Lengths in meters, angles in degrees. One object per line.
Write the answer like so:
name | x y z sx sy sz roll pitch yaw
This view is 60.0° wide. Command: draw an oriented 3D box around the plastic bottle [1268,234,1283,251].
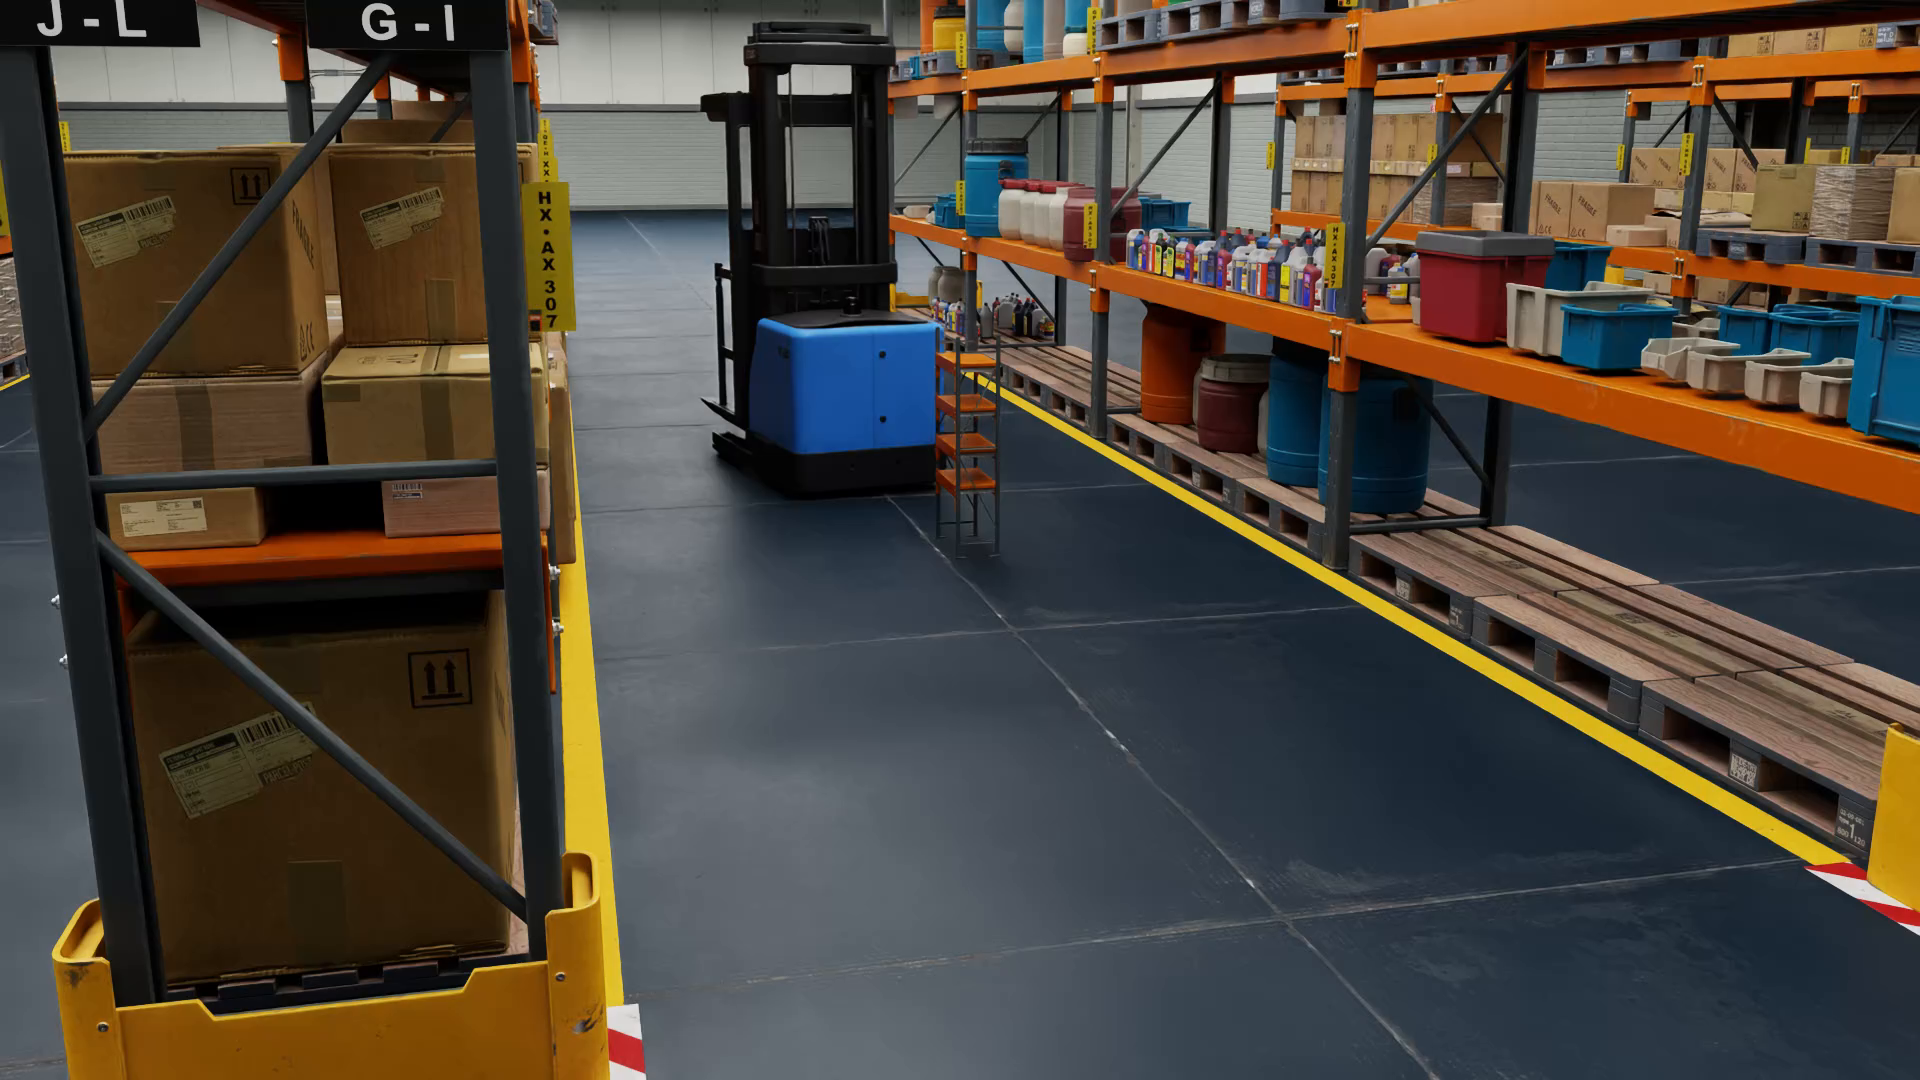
plastic bottle | 2.154 -1.953 11.372 0.097 0.271 0.097 0 14 0

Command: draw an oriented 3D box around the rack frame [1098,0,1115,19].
rack frame | 1.489 -5.170 11.629 1.000 3.000 0.127 -3 14 -13

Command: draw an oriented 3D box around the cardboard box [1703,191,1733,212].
cardboard box | 9.412 -4.107 20.190 0.500 0.250 0.500 -3 14 -13

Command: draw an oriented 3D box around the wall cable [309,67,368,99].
wall cable | -17.594 -15.551 46.951 2.305 6.003 0.169 -3 14 -13

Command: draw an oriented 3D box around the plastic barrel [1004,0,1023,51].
plastic barrel | 0.640 -5.004 16.150 0.421 0.512 0.421 0 14 0

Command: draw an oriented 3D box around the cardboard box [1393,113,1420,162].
cardboard box | 5.135 -4.351 17.973 0.700 0.500 0.500 -3 14 -13

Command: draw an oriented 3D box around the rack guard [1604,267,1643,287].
rack guard | 9.258 -3.422 22.380 1.175 0.500 0.348 -3 14 -13

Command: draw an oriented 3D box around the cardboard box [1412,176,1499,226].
cardboard box | 5.255 -3.604 17.650 0.700 0.500 0.500 -4 14 -15

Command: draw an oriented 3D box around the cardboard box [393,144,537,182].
cardboard box | -1.904 -1.286 6.480 0.500 0.500 0.500 -3 14 -13

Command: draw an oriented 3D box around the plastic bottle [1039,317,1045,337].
plastic bottle | 0.853 -2.178 16.990 0.097 0.201 0.097 0 14 0

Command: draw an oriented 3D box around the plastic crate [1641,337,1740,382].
plastic crate | 2.770 -0.687 6.349 0.298 0.136 0.250 -3 14 -13

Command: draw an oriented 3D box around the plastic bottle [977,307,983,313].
plastic bottle | 0.211 -2.260 17.170 0.152 0.276 0.135 -3 14 -13

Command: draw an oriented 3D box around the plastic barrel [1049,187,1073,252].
plastic barrel | 0.941 -2.633 13.648 0.421 0.512 0.421 0 14 0

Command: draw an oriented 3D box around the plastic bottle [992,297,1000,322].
plastic bottle | 0.397 -2.531 18.262 0.061 0.283 0.133 -3 14 -13

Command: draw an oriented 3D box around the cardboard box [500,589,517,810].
cardboard box | -1.888 0.341 5.304 0.875 0.875 0.875 -3 14 -13

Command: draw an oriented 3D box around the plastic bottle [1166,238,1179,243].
plastic bottle | 1.445 -1.944 11.335 0.097 0.271 0.097 0 14 0

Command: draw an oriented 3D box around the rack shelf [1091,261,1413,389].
rack shelf | 1.959 -1.445 10.537 1.077 0.370 4.000 -3 14 -13

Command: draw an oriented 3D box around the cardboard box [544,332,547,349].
cardboard box | -1.783 -0.804 6.089 0.500 0.250 0.500 -3 14 -12

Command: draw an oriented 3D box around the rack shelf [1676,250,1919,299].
rack shelf | 6.775 -1.720 11.664 1.077 0.370 4.000 -3 14 -13

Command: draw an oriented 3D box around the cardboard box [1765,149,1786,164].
cardboard box | 9.645 -4.239 19.150 0.500 0.500 0.500 -3 14 -14

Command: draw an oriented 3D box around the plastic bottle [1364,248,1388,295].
plastic bottle | 2.473 -1.615 9.977 0.152 0.276 0.135 -3 14 -13

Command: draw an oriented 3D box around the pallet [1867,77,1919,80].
pallet | 10.221 -4.948 17.437 1.213 0.211 1.003 -3 14 -13

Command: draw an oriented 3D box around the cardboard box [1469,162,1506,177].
cardboard box | 5.491 -3.890 17.453 0.380 0.149 0.250 -3 14 -13

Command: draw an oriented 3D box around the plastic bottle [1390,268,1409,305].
plastic bottle | 2.487 -1.438 9.411 0.097 0.201 0.097 0 14 0

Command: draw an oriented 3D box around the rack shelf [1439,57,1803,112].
rack shelf | 5.835 -4.100 15.085 1.077 0.370 4.000 -3 14 -13

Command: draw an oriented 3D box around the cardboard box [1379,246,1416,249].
cardboard box | 5.206 -3.157 19.357 0.500 0.500 0.500 -3 14 -13

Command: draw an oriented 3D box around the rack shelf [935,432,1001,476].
rack shelf | 0.039 -0.479 9.144 0.258 0.148 0.480 -3 14 -13

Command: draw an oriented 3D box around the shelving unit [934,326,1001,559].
shelving unit | 0.039 -0.545 9.128 0.258 1.200 0.503 -3 14 -13

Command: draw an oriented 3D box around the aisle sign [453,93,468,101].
aisle sign | -5.510 -5.086 18.446 0.394 0.787 0.004 -3 14 -13

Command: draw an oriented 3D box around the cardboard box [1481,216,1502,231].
cardboard box | 5.375 -3.116 16.391 0.380 0.149 0.250 -3 14 -13

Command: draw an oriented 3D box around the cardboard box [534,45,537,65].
cardboard box | -4.121 -4.405 15.133 0.500 0.250 0.500 -4 14 -15

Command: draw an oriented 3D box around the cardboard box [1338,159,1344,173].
cardboard box | 4.613 -4.341 19.297 0.380 0.149 0.250 -3 14 -14

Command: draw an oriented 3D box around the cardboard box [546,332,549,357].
cardboard box | -1.935 -0.823 7.007 0.380 0.149 0.250 -3 14 -12

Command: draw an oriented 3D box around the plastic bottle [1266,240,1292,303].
plastic bottle | 1.851 -1.546 9.537 0.144 0.351 0.185 -3 14 -13

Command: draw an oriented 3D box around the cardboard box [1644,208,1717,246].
cardboard box | 6.283 -2.705 14.366 0.500 0.311 0.500 -3 14 -14

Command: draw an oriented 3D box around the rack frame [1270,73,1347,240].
rack frame | 4.426 -4.377 21.021 1.000 3.000 0.127 -3 14 -13

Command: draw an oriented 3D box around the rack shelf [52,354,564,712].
rack shelf | -1.916 -0.246 5.630 1.077 0.370 4.000 -3 14 -13

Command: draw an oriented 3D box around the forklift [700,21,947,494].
forklift | -1.126 -2.023 11.532 1.130 2.935 3.031 -6 15 -22

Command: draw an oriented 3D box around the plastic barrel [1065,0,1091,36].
plastic barrel | 1.187 -4.472 14.036 0.600 0.901 0.708 -3 14 -13

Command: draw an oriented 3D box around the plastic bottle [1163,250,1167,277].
plastic bottle | 1.417 -1.876 11.203 0.097 0.201 0.097 0 14 0

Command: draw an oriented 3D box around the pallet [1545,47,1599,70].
pallet | 5.793 -4.306 14.809 1.003 0.211 1.213 -3 14 -11

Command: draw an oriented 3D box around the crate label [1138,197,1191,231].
crate label | 1.519 -2.517 13.336 0.502 0.435 0.616 -3 14 -13

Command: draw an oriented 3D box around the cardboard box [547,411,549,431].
cardboard box | -1.513 -0.409 5.310 0.380 0.149 0.250 -3 14 -14

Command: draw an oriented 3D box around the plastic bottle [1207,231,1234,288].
plastic bottle | 1.636 -1.757 10.403 0.144 0.351 0.185 -3 14 -13

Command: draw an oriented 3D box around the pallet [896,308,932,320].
pallet | -0.141 -2.544 19.396 1.003 0.211 1.213 -3 14 -13

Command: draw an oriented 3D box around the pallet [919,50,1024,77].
pallet | 0.285 -4.705 16.443 1.213 0.211 1.003 -3 14 -13

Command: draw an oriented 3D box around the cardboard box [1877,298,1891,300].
cardboard box | 10.369 -2.561 17.931 0.700 0.500 0.500 -3 14 -11

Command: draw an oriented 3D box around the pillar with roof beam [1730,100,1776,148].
pillar with roof beam | 6.061 -7.215 19.997 9.100 9.000 0.400 -3 14 -13

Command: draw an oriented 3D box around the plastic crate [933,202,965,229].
plastic crate | 0.026 -3.347 17.118 0.499 0.251 0.616 -3 14 -13

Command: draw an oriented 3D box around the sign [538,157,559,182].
sign | -1.847 -1.547 7.449 0.100 0.325 0.005 -3 14 -13

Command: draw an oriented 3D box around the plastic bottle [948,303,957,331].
plastic bottle | -0.037 -2.358 17.572 0.152 0.276 0.135 -3 14 -12

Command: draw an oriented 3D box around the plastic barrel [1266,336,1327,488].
plastic barrel | 2.151 -0.808 9.949 0.600 0.901 0.708 -3 14 -13

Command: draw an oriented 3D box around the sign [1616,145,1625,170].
sign | 8.713 -5.044 21.928 0.100 0.325 0.005 -3 14 -13

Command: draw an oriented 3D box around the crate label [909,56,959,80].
crate label | -0.271 -5.036 17.713 0.502 0.251 0.408 -3 14 -13

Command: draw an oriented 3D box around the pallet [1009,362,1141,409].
pallet | 1.062 -1.363 14.562 1.003 0.211 1.213 -3 14 -13

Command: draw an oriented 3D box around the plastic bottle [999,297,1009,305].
plastic bottle | 0.500 -2.533 18.287 0.152 0.276 0.135 -3 14 -13

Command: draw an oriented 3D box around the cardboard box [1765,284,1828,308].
cardboard box | 9.897 -2.968 19.593 0.500 0.500 0.500 -4 14 -17
